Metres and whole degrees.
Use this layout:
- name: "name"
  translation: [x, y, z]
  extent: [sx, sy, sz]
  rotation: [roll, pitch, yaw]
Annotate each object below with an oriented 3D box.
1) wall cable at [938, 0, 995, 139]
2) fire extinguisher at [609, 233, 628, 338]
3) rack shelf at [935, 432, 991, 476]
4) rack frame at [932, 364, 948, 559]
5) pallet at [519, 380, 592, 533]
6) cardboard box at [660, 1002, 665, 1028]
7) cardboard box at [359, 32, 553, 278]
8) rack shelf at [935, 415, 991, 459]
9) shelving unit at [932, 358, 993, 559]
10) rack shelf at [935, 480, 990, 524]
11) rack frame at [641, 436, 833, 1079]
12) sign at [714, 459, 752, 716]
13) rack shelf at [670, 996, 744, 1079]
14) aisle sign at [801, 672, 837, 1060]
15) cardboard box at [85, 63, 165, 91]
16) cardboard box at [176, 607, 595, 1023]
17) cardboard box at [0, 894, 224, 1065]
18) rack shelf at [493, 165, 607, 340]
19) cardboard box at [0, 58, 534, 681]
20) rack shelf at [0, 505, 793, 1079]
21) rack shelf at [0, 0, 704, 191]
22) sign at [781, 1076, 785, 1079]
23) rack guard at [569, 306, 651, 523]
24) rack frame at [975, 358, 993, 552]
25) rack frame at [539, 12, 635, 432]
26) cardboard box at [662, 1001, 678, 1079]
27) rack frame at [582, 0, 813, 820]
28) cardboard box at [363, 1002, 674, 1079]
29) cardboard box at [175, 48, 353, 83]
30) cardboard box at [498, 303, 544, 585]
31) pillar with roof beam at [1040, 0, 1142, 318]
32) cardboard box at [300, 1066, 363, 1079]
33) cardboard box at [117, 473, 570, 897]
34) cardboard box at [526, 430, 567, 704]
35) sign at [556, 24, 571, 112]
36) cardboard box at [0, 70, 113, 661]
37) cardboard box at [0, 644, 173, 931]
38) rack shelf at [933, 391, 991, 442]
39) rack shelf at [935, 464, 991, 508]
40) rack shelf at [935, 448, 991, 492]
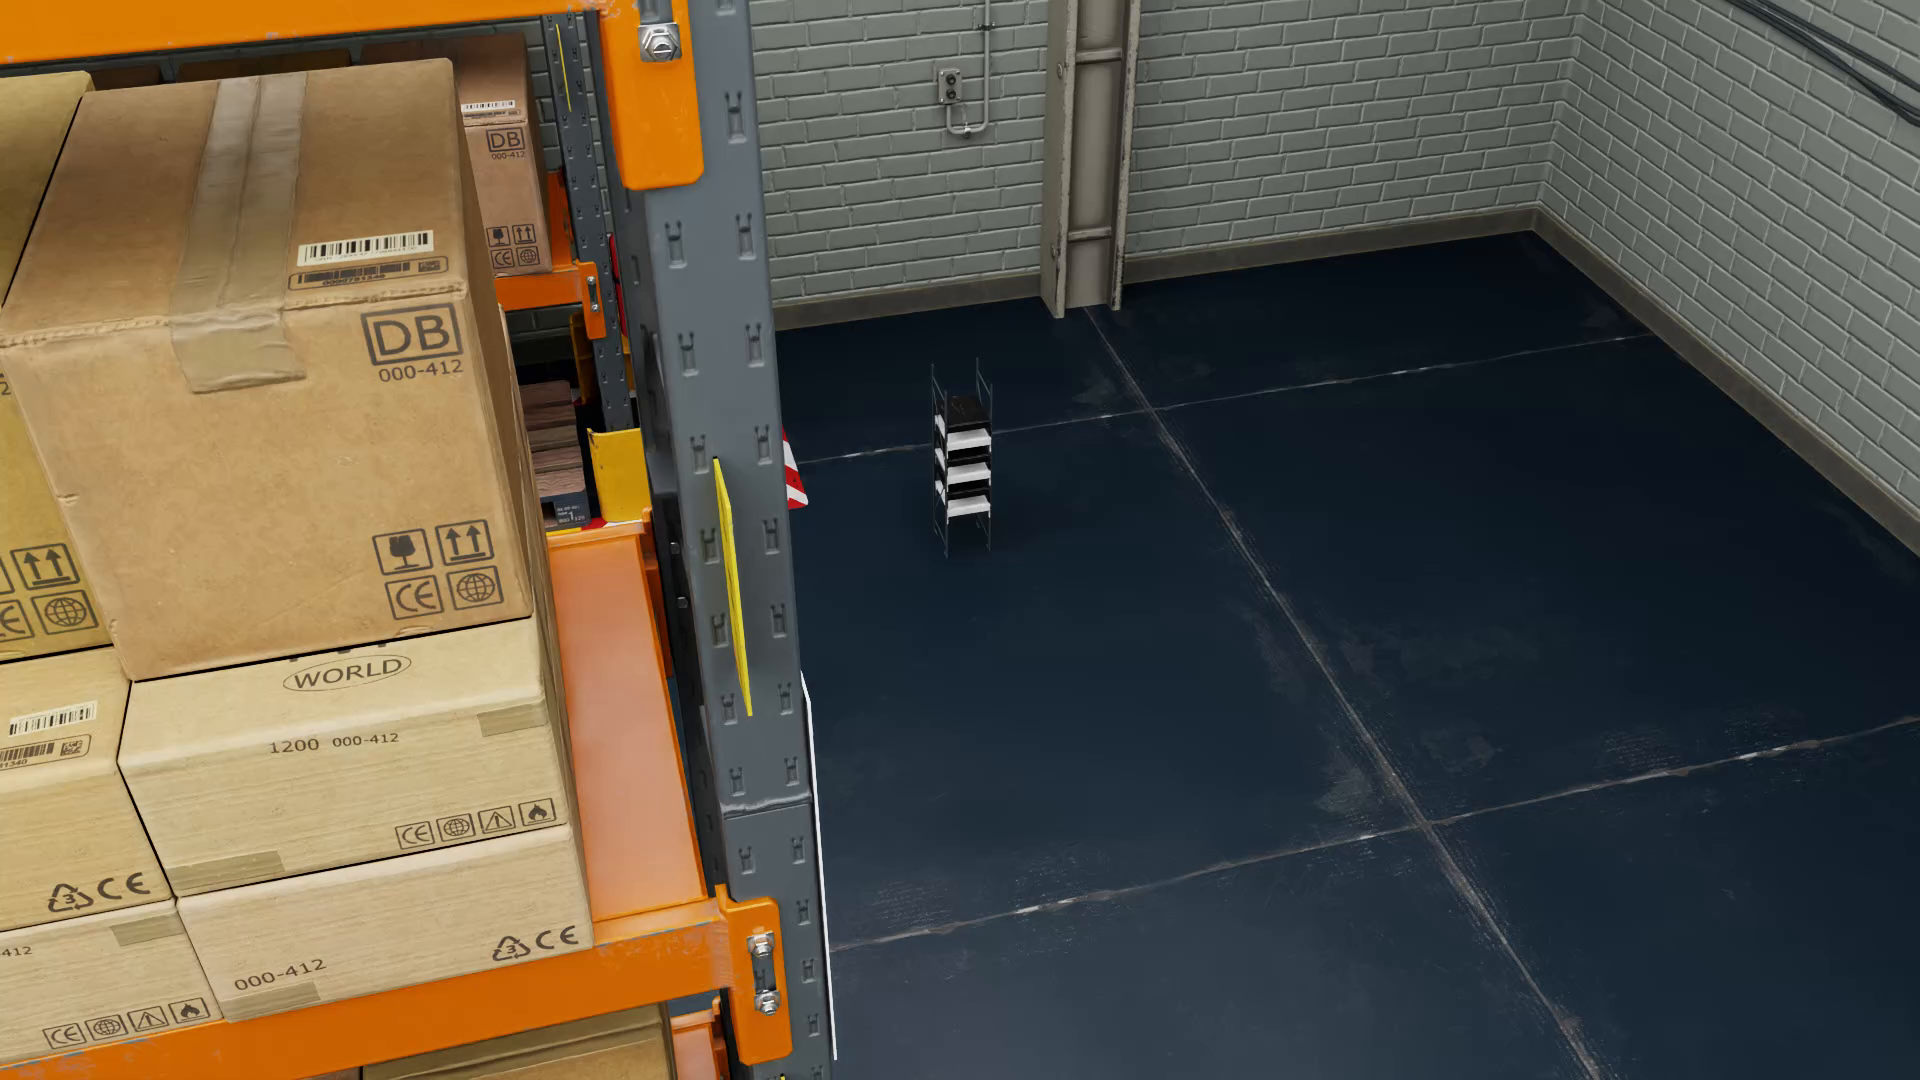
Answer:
- name: "wall cable"
  translation: [-0.704, -2.790, 8.092]
  extent: [1.851, 1.984, 0.084]
  rotation: [-9, 38, -12]
- name: "fire extinguisher"
  translation: [-1.427, -1.203, 7.225]
  extent: [0.183, 0.674, 0.296]
  rotation: [-9, 38, -12]
- name: "rack shelf"
  translation: [0.008, -0.404, 7.444]
  extent: [0.200, 0.077, 0.258]
  rotation: [-9, 38, -12]
- name: "rack frame"
  translation: [-0.090, -0.343, 7.457]
  extent: [0.006, 0.900, 0.240]
  rotation: [-9, 38, -12]
- name: "pallet"
  translation: [-2.445, -0.349, 8.032]
  extent: [1.213, 0.211, 1.003]
  rotation: [-9, 38, -12]
- name: "cardboard box"
  translation: [-0.895, 0.755, 3.389]
  extent: [0.500, 0.500, 0.500]
  rotation: [-8, 38, -11]
- name: "cardboard box"
  translation: [-2.183, -1.661, 7.206]
  extent: [0.700, 0.700, 0.980]
  rotation: [-8, 38, -10]
- name: "rack shelf"
  translation: [0.008, -0.475, 7.389]
  extent: [0.200, 0.077, 0.258]
  rotation: [-9, 38, -12]
- name: "shelving unit"
  translation: [0.008, -0.359, 7.478]
  extent: [0.210, 0.900, 0.258]
  rotation: [-9, 38, -12]
- name: "rack shelf"
  translation: [0.008, -0.189, 7.608]
  extent: [0.200, 0.077, 0.258]
  rotation: [-9, 38, -12]
- name: "rack frame"
  translation: [-0.398, 1.276, 3.613]
  extent: [0.127, 3.000, 1.000]
  rotation: [-9, 38, -12]
- name: "sign"
  translation: [-0.273, 0.062, 2.003]
  extent: [0.005, 0.325, 0.100]
  rotation: [-9, 38, -12]
- name: "rack shelf"
  translation: [-2.329, 1.879, 3.417]
  extent: [4.000, 0.370, 1.077]
  rotation: [-9, 38, -12]
- name: "aisle sign"
  translation: [-0.252, 0.413, 2.602]
  extent: [0.004, 0.787, 0.394]
  rotation: [-9, 38, -12]
- name: "cardboard box"
  translation: [-3.621, -1.424, 6.896]
  extent: [0.700, 0.700, 0.980]
  rotation: [-11, 39, -14]
- name: "cardboard box"
  translation: [-0.825, 0.381, 2.438]
  extent: [0.500, 0.250, 0.500]
  rotation: [-9, 38, -12]
- name: "cardboard box"
  translation: [-1.311, 0.453, 2.343]
  extent: [0.500, 0.250, 0.500]
  rotation: [-9, 38, -12]
- name: "rack shelf"
  translation: [-3.624, -1.026, 7.215]
  extent: [4.000, 0.370, 1.077]
  rotation: [-9, 38, -12]
- name: "cardboard box"
  translation: [-0.890, -0.261, 2.248]
  extent: [0.500, 0.500, 0.700]
  rotation: [-9, 38, -12]
- name: "rack shelf"
  translation: [-2.329, 0.687, 2.506]
  extent: [4.000, 0.370, 1.077]
  rotation: [-9, 38, -12]
- name: "rack shelf"
  translation: [-2.329, -0.503, 1.595]
  extent: [4.000, 0.370, 1.077]
  rotation: [-9, 38, -12]
- name: "sign"
  translation: [-0.273, 1.020, 2.735]
  extent: [0.005, 0.325, 0.100]
  rotation: [-9, 38, -12]
- name: "rack guard"
  translation: [-1.670, -0.640, 8.175]
  extent: [0.348, 0.500, 1.175]
  rotation: [-9, 38, -12]
- name: "rack frame"
  translation: [0.106, -0.375, 7.499]
  extent: [0.006, 0.900, 0.240]
  rotation: [-9, 38, -12]
- name: "rack frame"
  translation: [-1.693, -1.629, 7.410]
  extent: [0.127, 3.000, 1.000]
  rotation: [-9, 38, -12]
- name: "cardboard box"
  translation: [-0.895, 1.152, 3.693]
  extent: [0.500, 0.500, 0.500]
  rotation: [-9, 38, -11]
- name: "rack frame"
  translation: [-0.398, -1.106, 1.790]
  extent: [0.127, 3.000, 1.000]
  rotation: [-9, 38, -12]
- name: "cardboard box"
  translation: [-0.756, 1.071, 2.976]
  extent: [0.500, 0.500, 0.500]
  rotation: [-10, 38, -12]
- name: "cardboard box"
  translation: [-2.883, -1.539, 7.047]
  extent: [0.700, 0.700, 0.980]
  rotation: [-10, 38, -12]
- name: "cardboard box"
  translation: [-0.962, -0.125, 2.688]
  extent: [0.500, 0.250, 0.500]
  rotation: [-9, 38, -12]
- name: "pillar with roof beam"
  translation: [1.810, -2.421, 3.509]
  extent: [0.400, 9.000, 9.100]
  rotation: [-9, 38, -12]
- name: "cardboard box"
  translation: [-1.244, 1.152, 2.870]
  extent: [0.500, 0.500, 0.500]
  rotation: [-8, 38, -11]
- name: "cardboard box"
  translation: [-0.828, 0.177, 2.293]
  extent: [0.500, 0.250, 0.500]
  rotation: [-9, 38, -12]
- name: "cardboard box"
  translation: [-0.960, 0.077, 2.835]
  extent: [0.500, 0.250, 0.500]
  rotation: [-9, 38, -12]
- name: "sign"
  translation: [-1.565, -1.862, 6.568]
  extent: [0.005, 0.325, 0.100]
  rotation: [-9, 38, -12]
- name: "cardboard box"
  translation: [-1.395, -0.231, 2.210]
  extent: [0.500, 0.500, 0.700]
  rotation: [-9, 38, -12]
- name: "cardboard box"
  translation: [-1.310, 0.256, 2.189]
  extent: [0.500, 0.250, 0.500]
  rotation: [-9, 38, -12]
- name: "rack shelf"
  translation: [0.008, -0.547, 7.334]
  extent: [0.200, 0.077, 0.258]
  rotation: [-9, 38, -12]
- name: "rack shelf"
  translation: [0.008, -0.261, 7.553]
  extent: [0.200, 0.077, 0.258]
  rotation: [-9, 38, -12]
- name: "rack shelf"
  translation: [0.008, -0.332, 7.499]
  extent: [0.200, 0.077, 0.258]
  rotation: [-9, 38, -12]
